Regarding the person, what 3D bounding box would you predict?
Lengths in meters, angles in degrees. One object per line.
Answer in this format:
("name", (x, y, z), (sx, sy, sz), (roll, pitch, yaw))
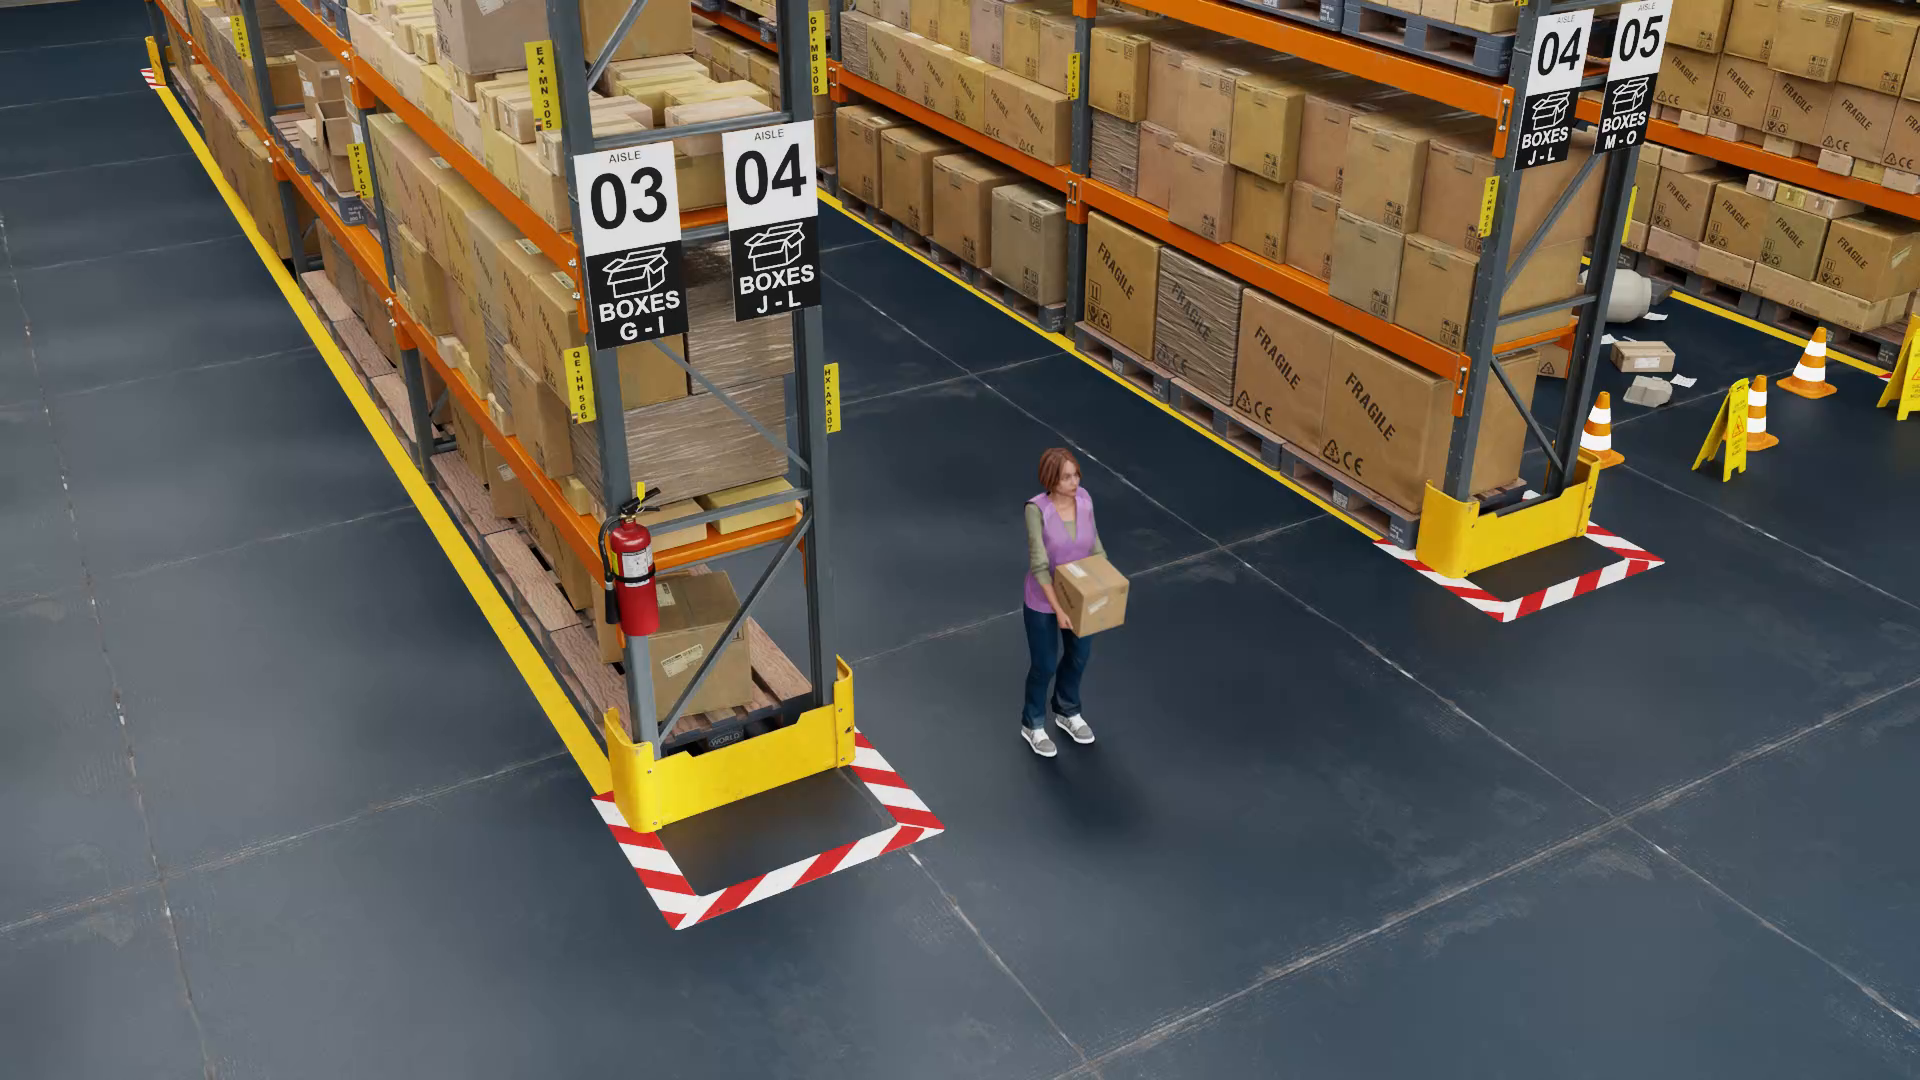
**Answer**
("person", (0.519, 0.332, 7.977), (0.404, 1.590, 0.492), (-15, 33, -25))
